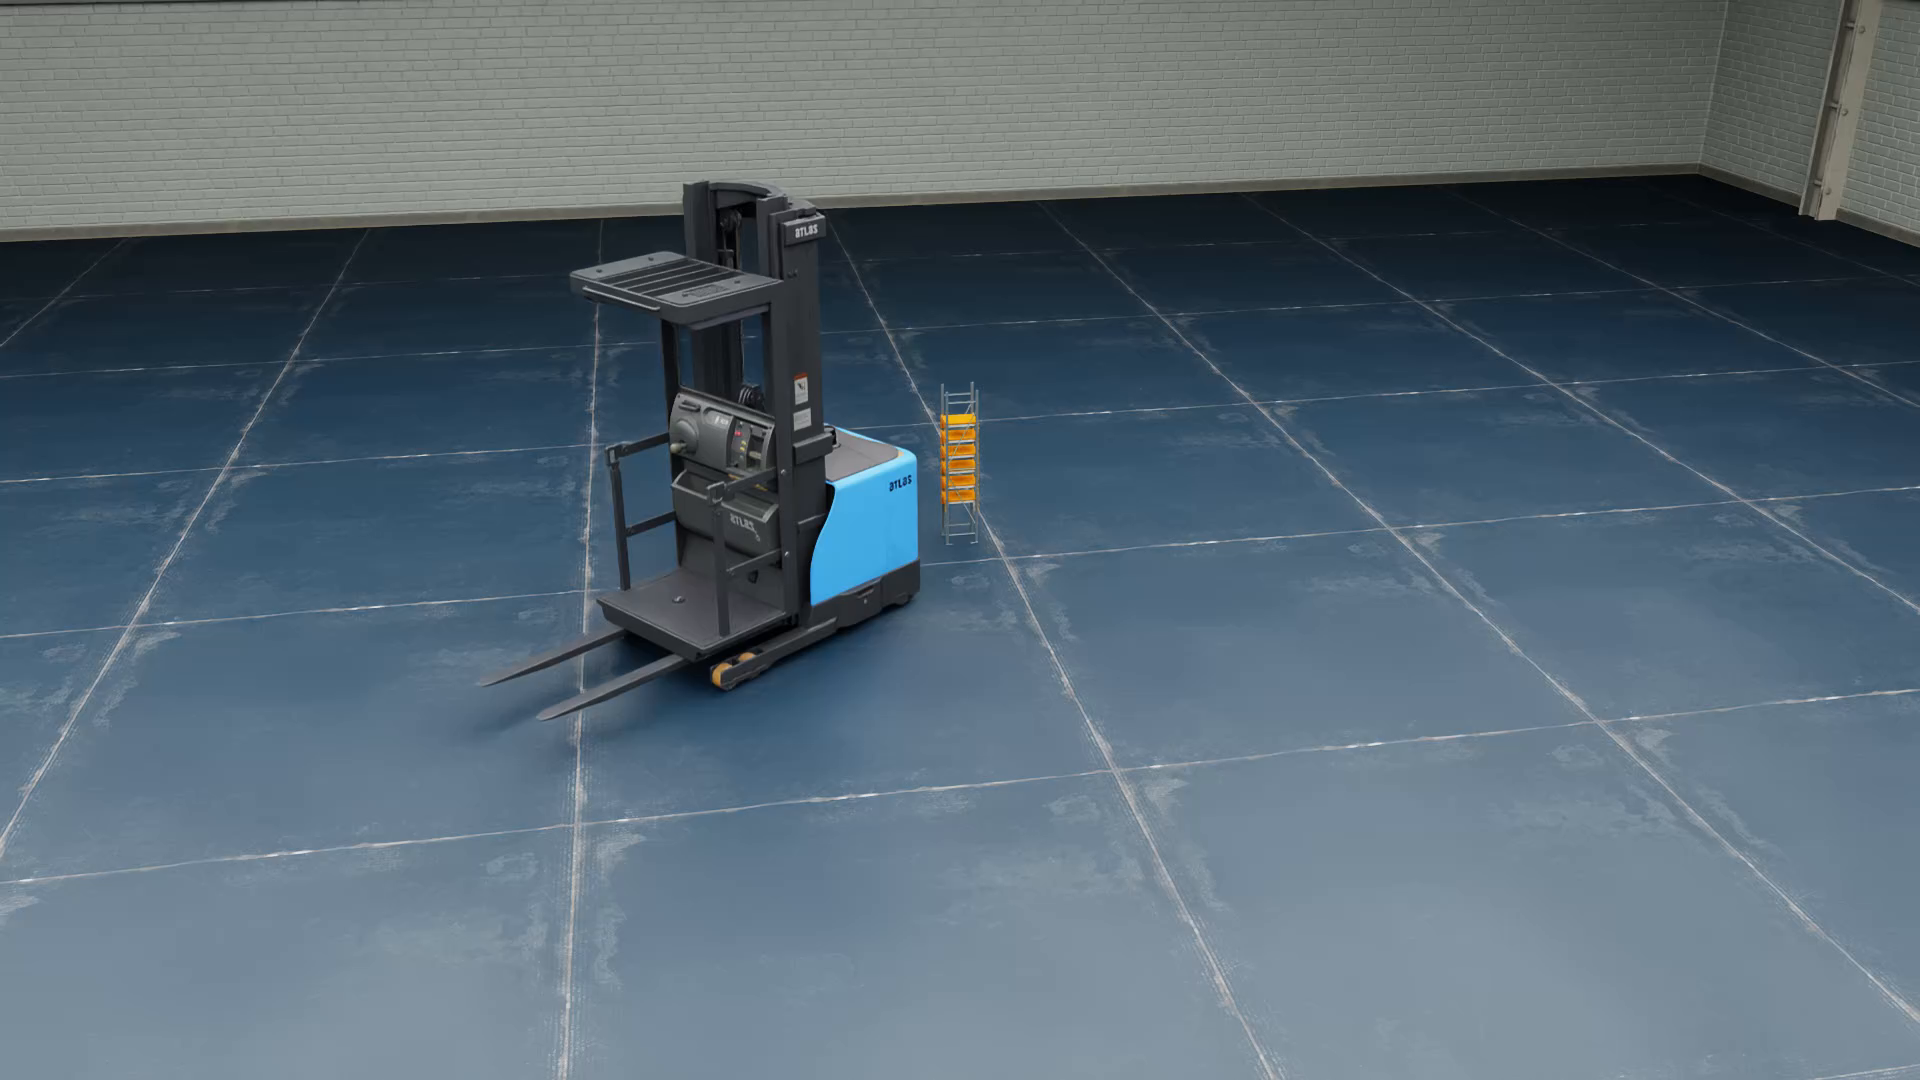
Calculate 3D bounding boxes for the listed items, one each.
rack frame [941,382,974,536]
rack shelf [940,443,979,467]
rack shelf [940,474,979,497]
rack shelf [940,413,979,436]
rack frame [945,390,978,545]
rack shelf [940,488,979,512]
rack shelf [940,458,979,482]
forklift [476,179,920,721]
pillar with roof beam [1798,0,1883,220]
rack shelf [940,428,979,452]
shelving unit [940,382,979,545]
[{"bbox_3d":[-0.020,-0.592,12.348,0.240,1.200,0.006,-4,24,-10],"label":"rack frame"},{"bbox_3d":[-0.003,-0.625,12.235,0.258,0.103,0.180,-4,24,-10],"label":"rack shelf"},{"bbox_3d":[-0.003,-0.405,12.331,0.258,0.103,0.180,-4,24,-10],"label":"rack shelf"},{"bbox_3d":[-0.003,-0.845,12.139,0.258,0.103,0.180,-4,24,-10],"label":"rack shelf"},{"bbox_3d":[0.014,-0.520,12.183,0.240,1.200,0.006,-4,24,-10],"label":"rack frame"},{"bbox_3d":[-0.003,-0.295,12.379,0.258,0.103,0.180,-4,24,-10],"label":"rack shelf"},{"bbox_3d":[-0.003,-0.515,12.283,0.258,0.103,0.180,-4,24,-10],"label":"rack shelf"},{"bbox_3d":[-1.638,-0.638,10.291,1.130,2.935,3.031,20,31,38],"label":"forklift"},{"bbox_3d":[7.383,-8.186,19.992,9.100,9.000,0.400,-4,24,-10],"label":"pillar with roof beam"},{"bbox_3d":[-0.003,-0.735,12.187,0.258,0.103,0.180,-4,24,-10],"label":"rack shelf"},{"bbox_3d":[-0.003,-0.556,12.265,0.258,1.200,0.189,-4,24,-10],"label":"shelving unit"}]
